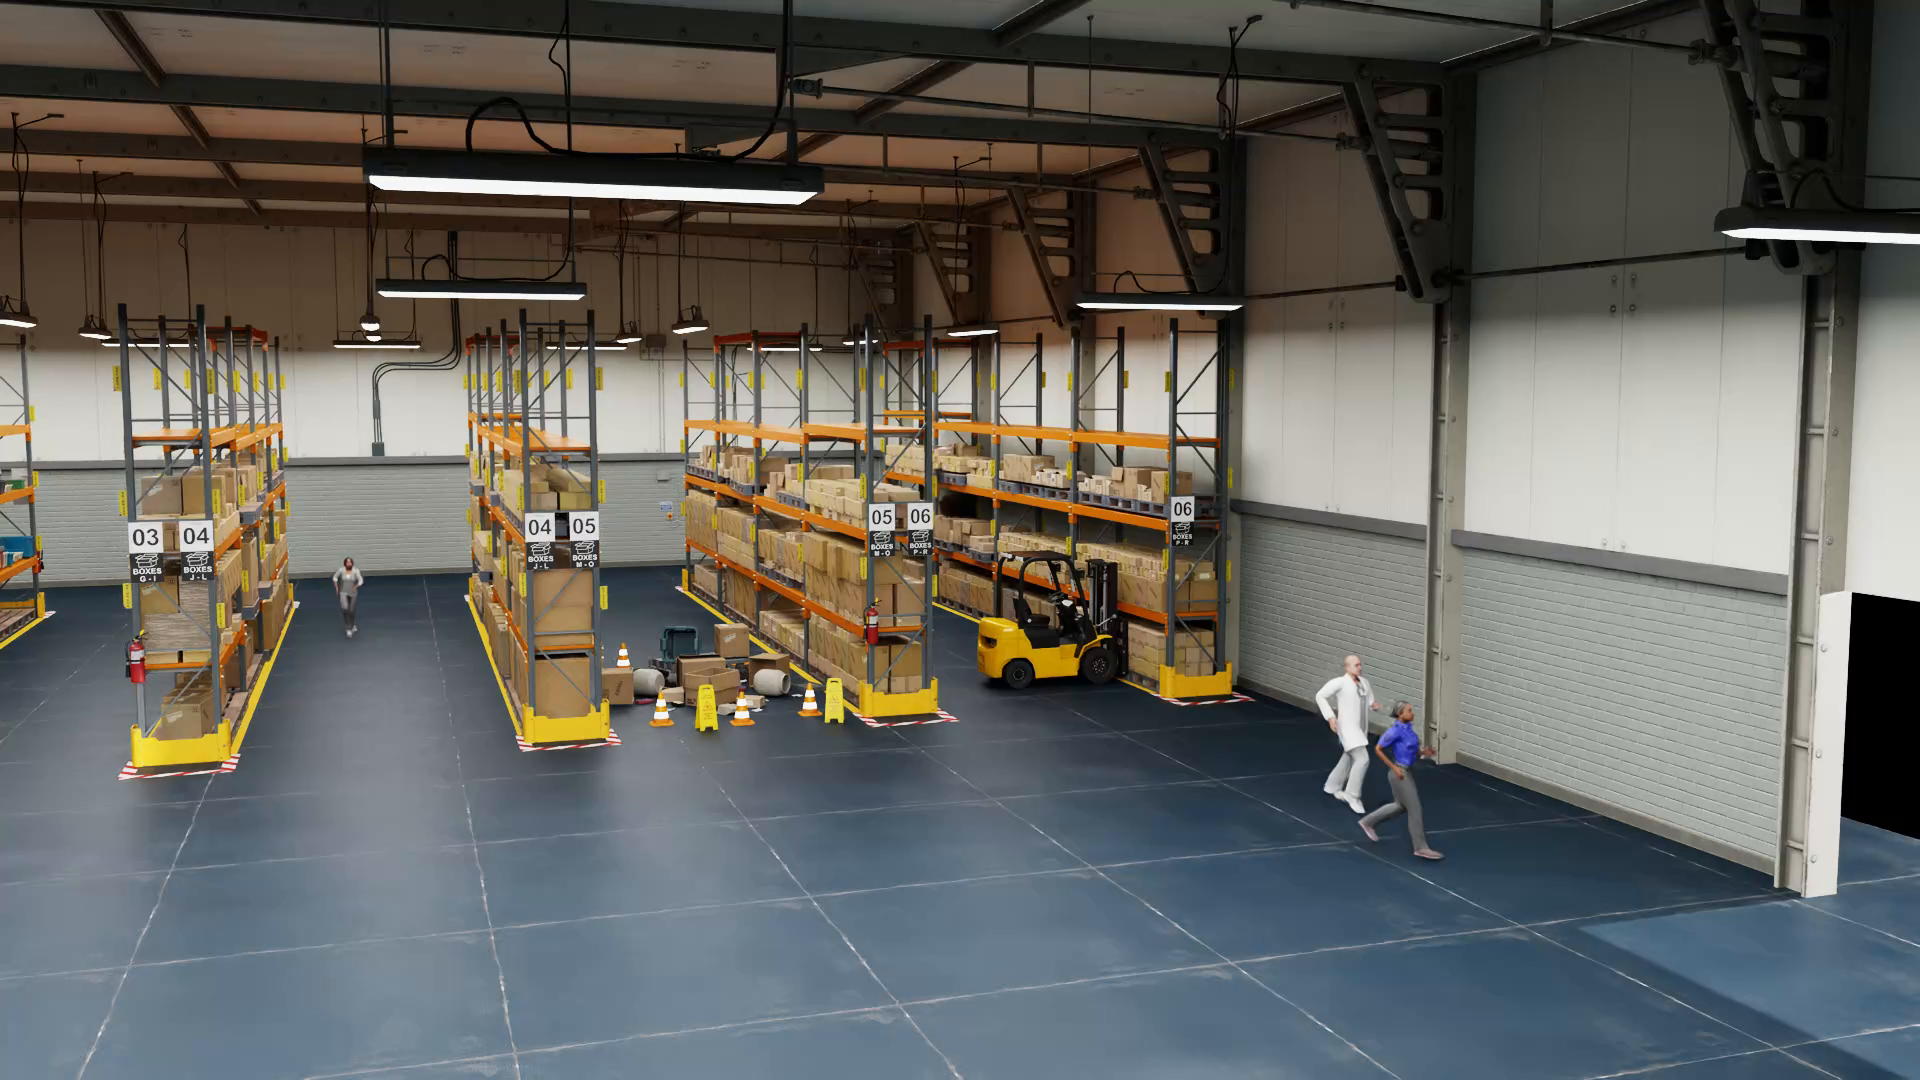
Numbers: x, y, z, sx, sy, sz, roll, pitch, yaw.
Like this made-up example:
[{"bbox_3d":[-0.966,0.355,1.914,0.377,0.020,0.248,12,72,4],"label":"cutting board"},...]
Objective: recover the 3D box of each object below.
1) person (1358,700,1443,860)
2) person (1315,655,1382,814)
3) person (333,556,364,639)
[{"bbox_3d":[4.668,2.503,17.572,0.911,1.634,0.581,3,6,29],"label":"person"},{"bbox_3d":[4.601,2.271,19.544,0.668,1.842,0.825,-5,7,-41],"label":"person"},{"bbox_3d":[-12.057,1.123,32.813,0.556,1.573,0.803,-2,6,-22],"label":"person"}]
